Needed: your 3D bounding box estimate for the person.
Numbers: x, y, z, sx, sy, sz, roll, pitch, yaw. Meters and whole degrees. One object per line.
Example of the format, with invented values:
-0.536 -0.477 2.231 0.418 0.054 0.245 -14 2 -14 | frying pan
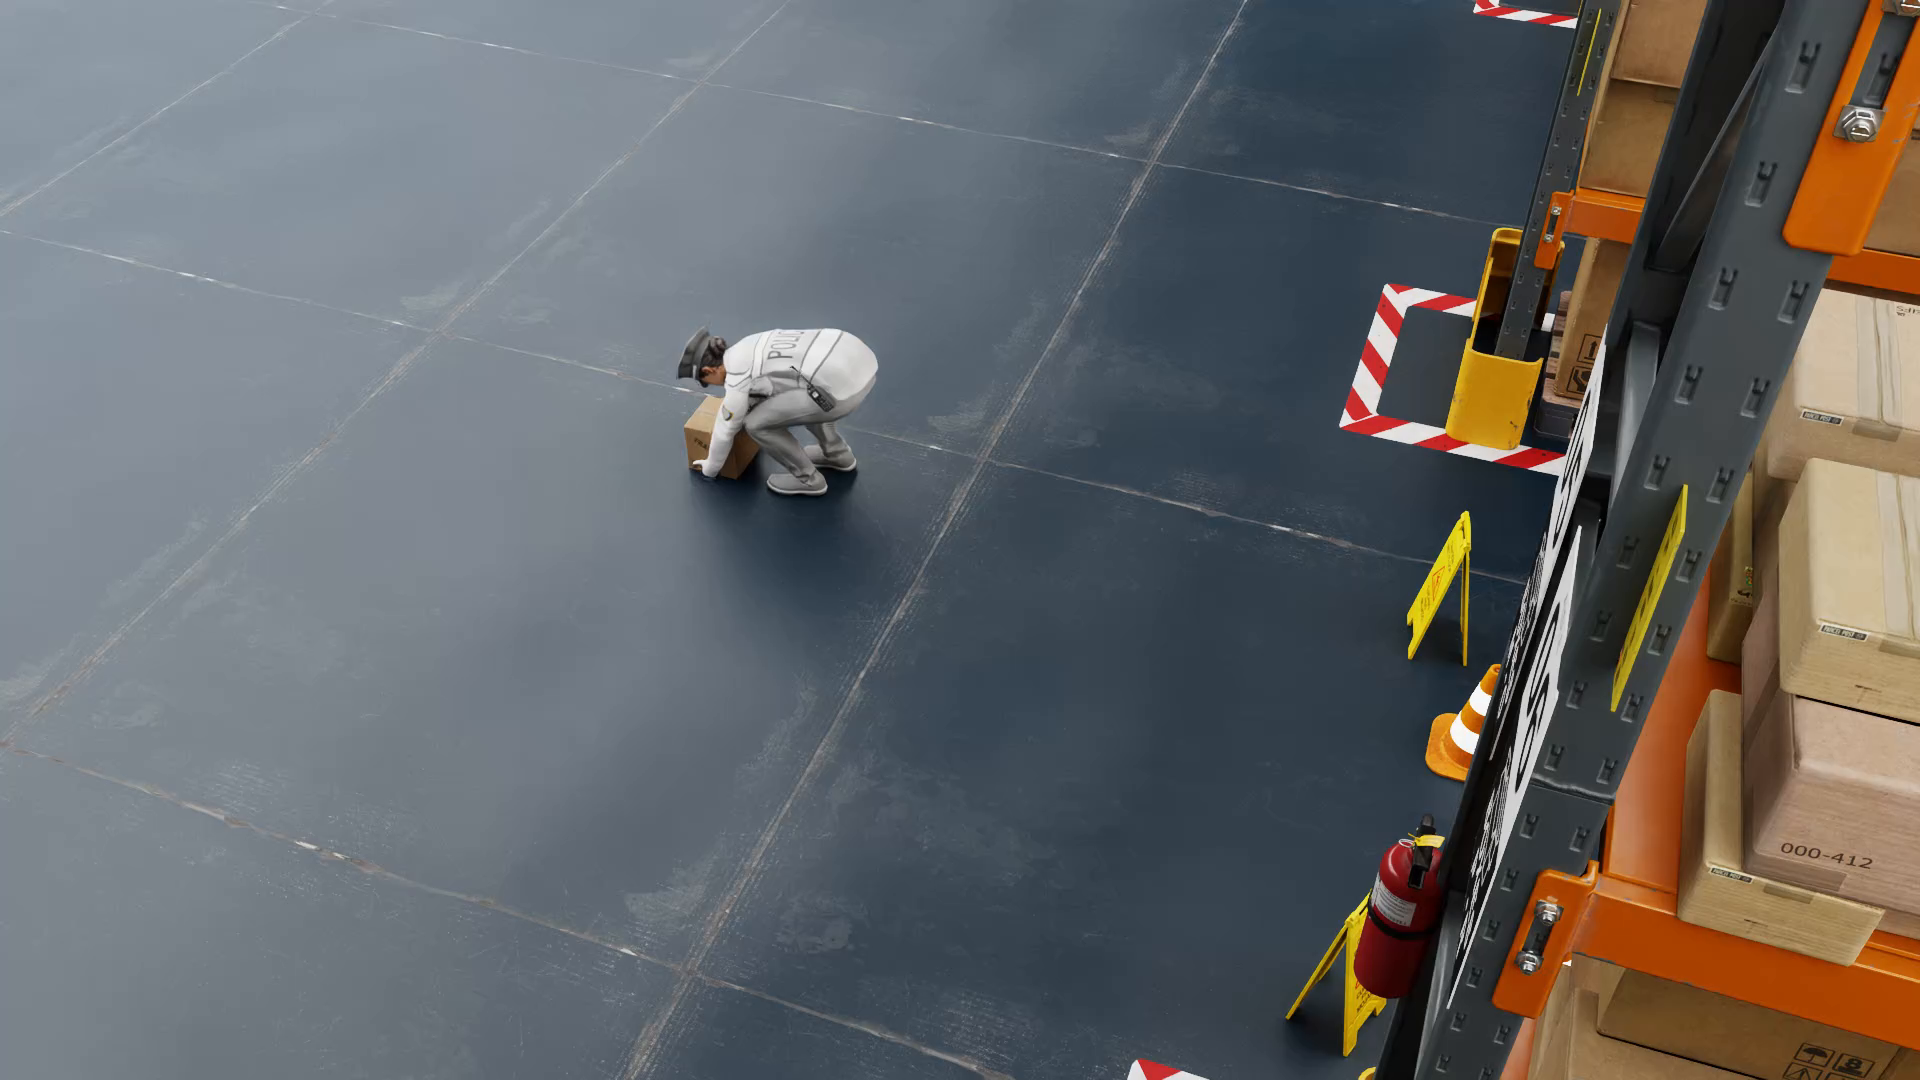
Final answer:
-0.819 -0.604 7.517 0.897 0.801 0.452 12 43 13 | person
